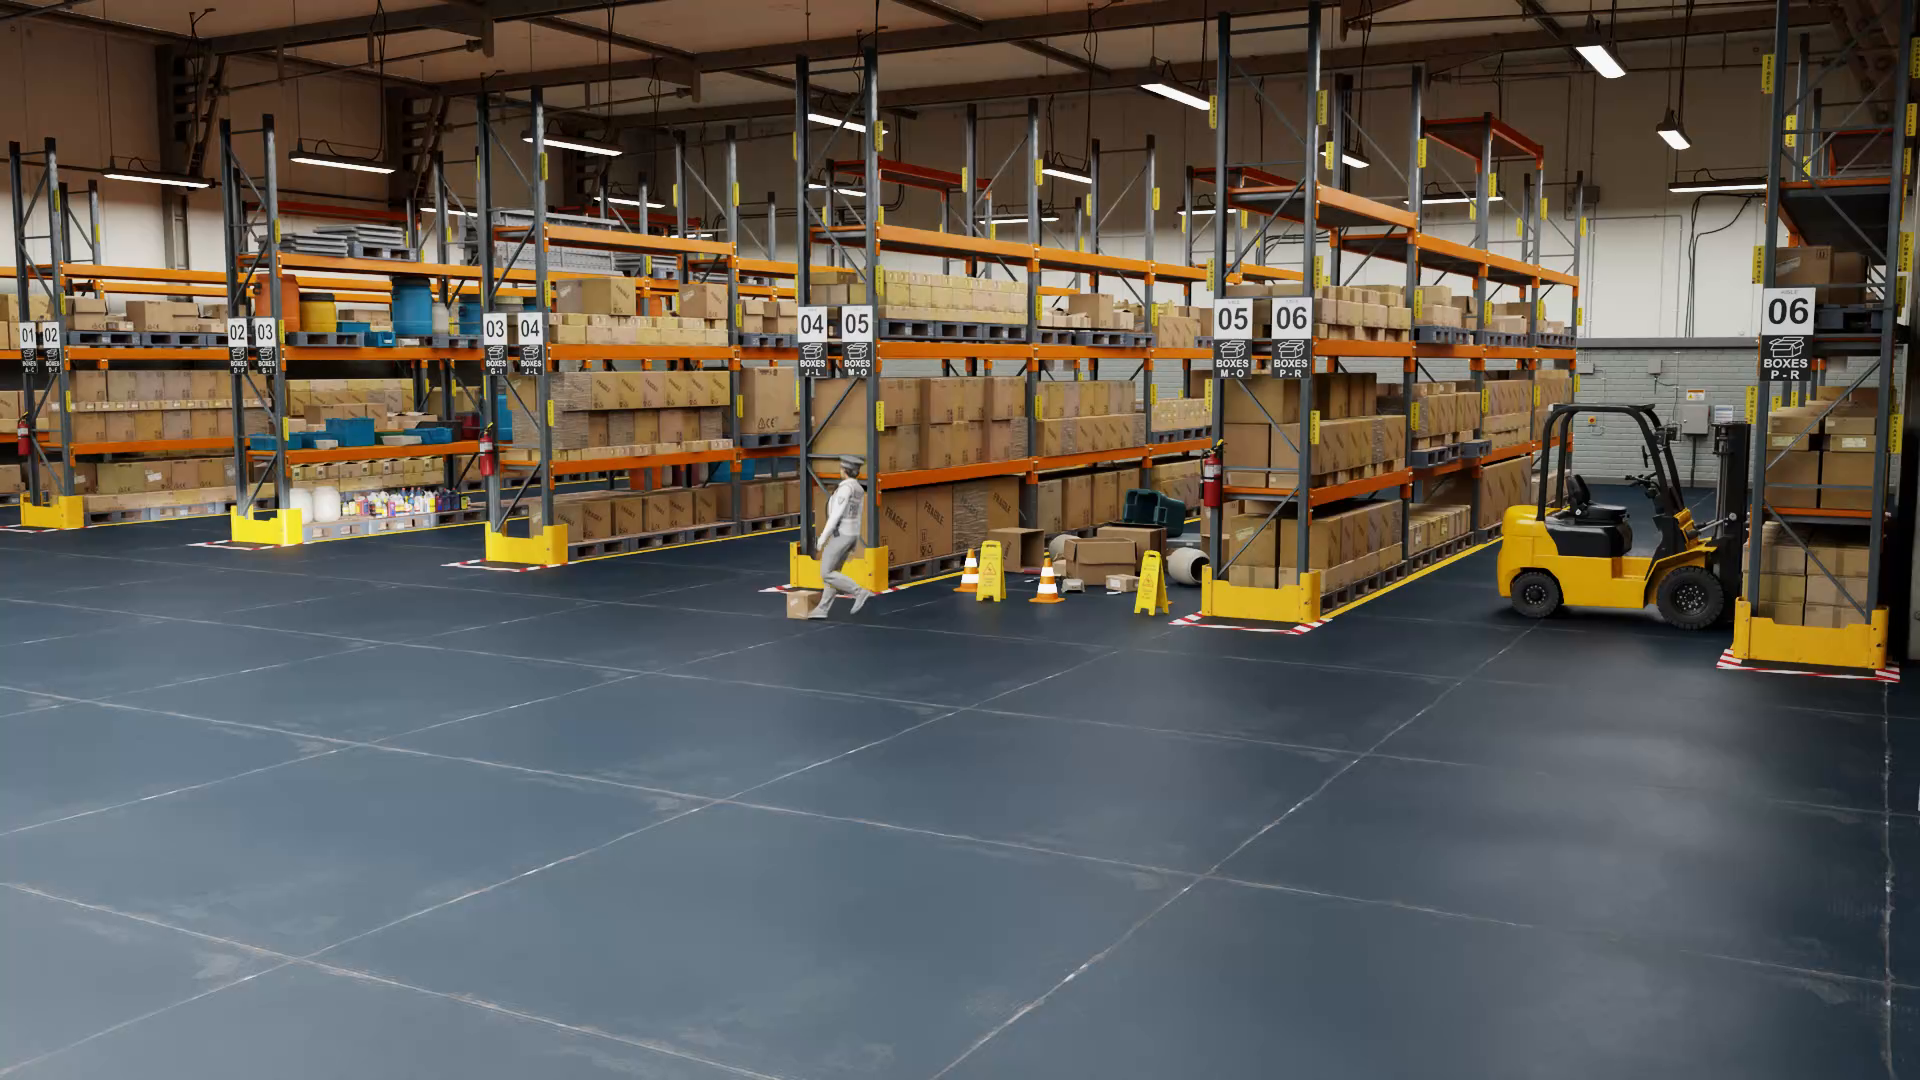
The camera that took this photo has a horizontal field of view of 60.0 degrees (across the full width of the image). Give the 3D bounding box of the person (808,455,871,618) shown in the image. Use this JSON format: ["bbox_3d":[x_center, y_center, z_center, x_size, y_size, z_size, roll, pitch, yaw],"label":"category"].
[{"bbox_3d":[-1.238,-0.022,16.572,0.762,1.641,0.551,2,6,17],"label":"person"}]
